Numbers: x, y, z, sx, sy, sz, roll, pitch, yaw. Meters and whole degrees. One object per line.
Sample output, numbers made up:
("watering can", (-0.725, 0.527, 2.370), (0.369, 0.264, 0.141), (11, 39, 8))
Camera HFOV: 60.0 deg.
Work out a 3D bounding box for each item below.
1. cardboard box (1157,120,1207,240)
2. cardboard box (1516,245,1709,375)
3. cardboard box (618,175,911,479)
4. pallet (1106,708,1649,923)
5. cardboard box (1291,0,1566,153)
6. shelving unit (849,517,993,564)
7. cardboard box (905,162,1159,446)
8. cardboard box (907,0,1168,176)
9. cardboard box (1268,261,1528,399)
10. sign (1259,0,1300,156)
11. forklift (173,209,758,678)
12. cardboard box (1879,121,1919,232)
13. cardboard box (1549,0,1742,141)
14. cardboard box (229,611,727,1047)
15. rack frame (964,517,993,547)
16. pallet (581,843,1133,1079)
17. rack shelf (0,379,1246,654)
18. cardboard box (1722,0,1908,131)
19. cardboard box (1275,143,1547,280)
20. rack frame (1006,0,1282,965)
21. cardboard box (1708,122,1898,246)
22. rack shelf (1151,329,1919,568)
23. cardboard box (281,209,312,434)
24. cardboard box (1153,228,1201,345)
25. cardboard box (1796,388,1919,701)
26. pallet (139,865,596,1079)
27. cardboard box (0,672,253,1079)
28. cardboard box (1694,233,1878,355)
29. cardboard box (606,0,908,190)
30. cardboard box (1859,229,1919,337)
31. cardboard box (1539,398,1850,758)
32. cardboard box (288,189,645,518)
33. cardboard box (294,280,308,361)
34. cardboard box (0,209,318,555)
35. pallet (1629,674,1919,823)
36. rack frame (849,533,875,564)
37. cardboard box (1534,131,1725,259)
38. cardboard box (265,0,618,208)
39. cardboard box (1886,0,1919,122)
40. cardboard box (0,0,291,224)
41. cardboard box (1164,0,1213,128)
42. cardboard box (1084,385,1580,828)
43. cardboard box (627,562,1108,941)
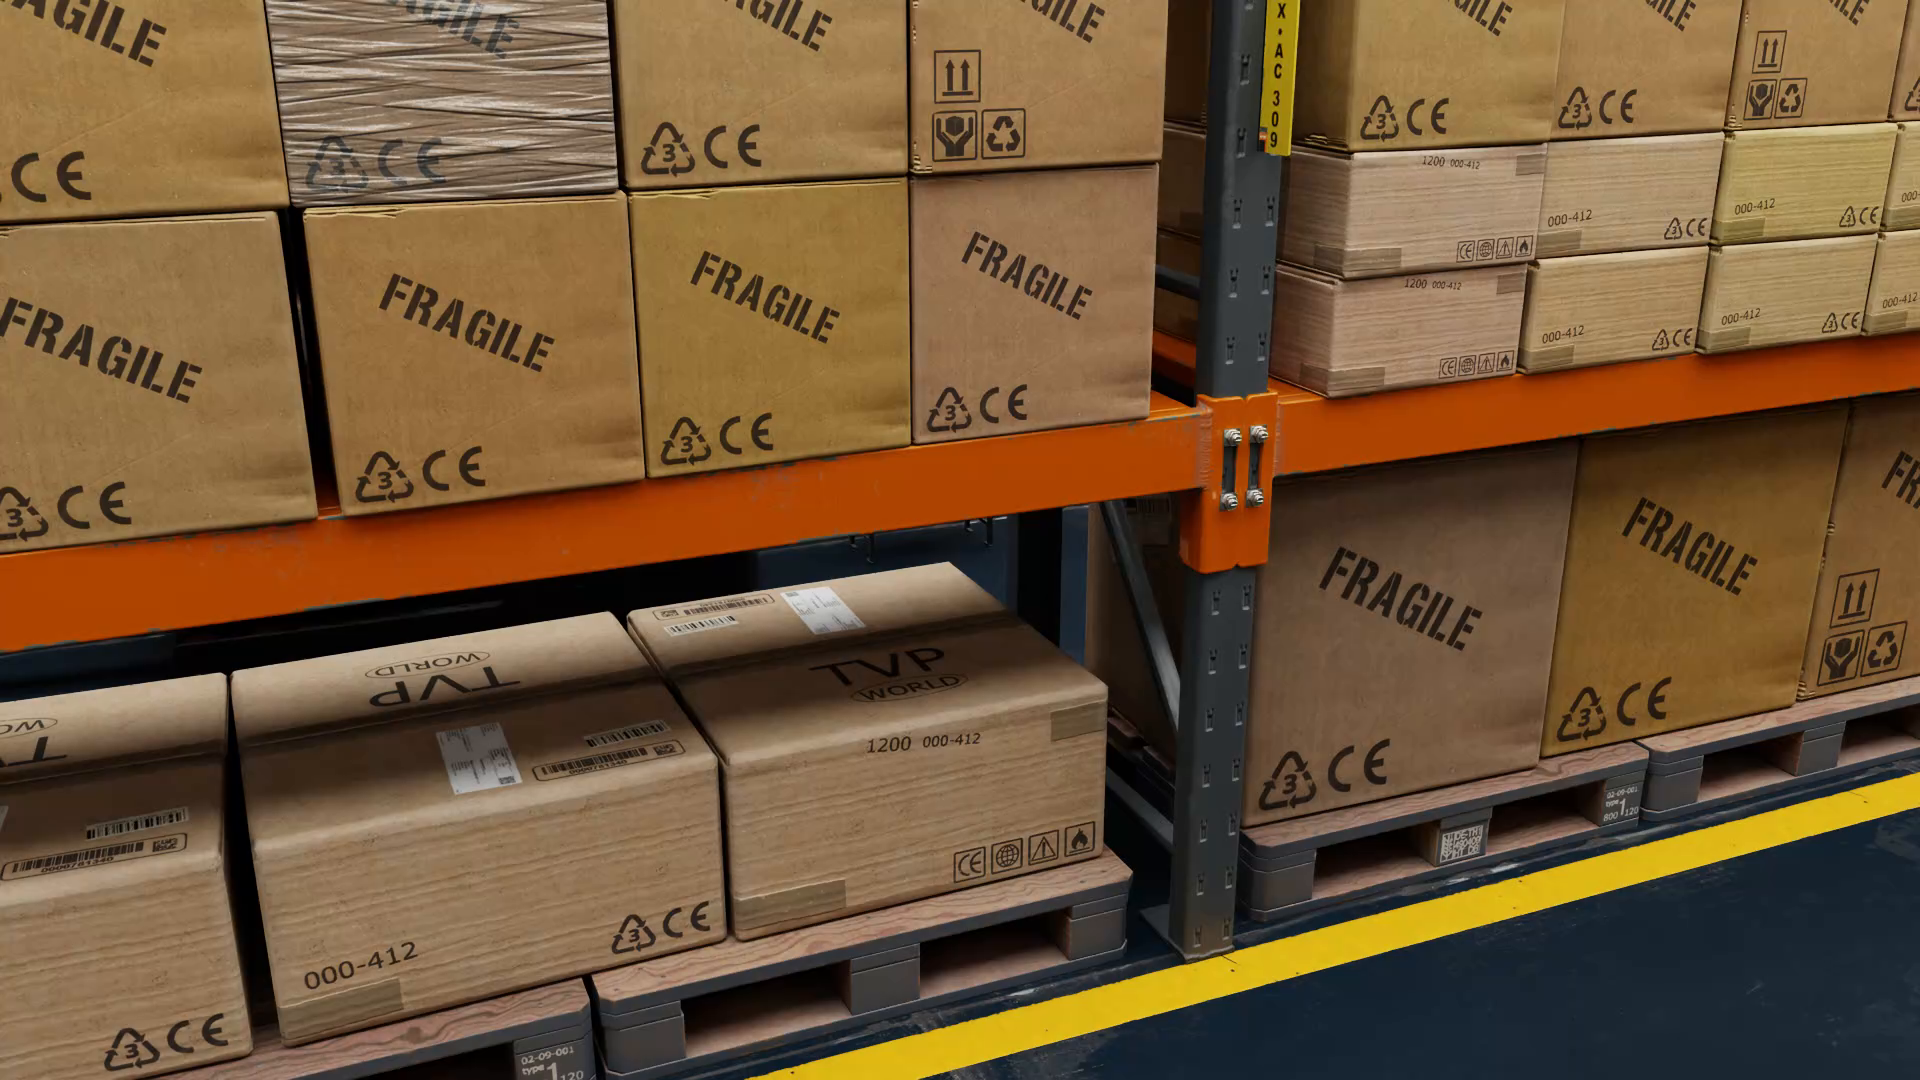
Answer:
("cardboard box", (0.683, -0.907, 4.054), (0.500, 0.250, 0.500), (-8, 21, -22))
("cardboard box", (1.358, -0.585, 3.893), (0.500, 0.250, 0.500), (-9, 21, -23))
("cardboard box", (-0.420, -0.449, 3.129), (0.500, 0.500, 0.500), (-9, 21, -23))
("pallet", (1.053, 0.581, 4.554), (1.213, 0.211, 1.003), (-8, 21, -22))
("cardboard box", (0.892, -1.099, 3.470), (0.500, 0.500, 0.500), (-8, 21, -21))
("shelving unit", (-0.152, -0.544, 6.261), (0.503, 1.200, 0.258), (-8, 21, -22))
("cardboard box", (0.050, -0.518, 3.326), (0.500, 0.500, 0.500), (-8, 21, -21))
("cardboard box", (0.051, -0.982, 3.139), (0.500, 0.500, 0.500), (-8, 21, -22))
("cardboard box", (0.883, -0.516, 3.698), (0.500, 0.250, 0.500), (-9, 21, -23))
("sign", (0.596, -0.886, 3.100), (0.005, 0.325, 0.100), (-8, 21, -22))
("forklift", (-2.282, -1.120, 5.288), (3.031, 2.935, 1.130), (-7, 21, -19))
("cardboard box", (2.295, -0.949, 4.175), (0.500, 0.250, 0.500), (-9, 21, -24))
("cardboard box", (1.349, -1.174, 3.684), (0.500, 0.500, 0.500), (-8, 21, -22))
("cardboard box", (-1.066, 0.569, 3.616), (0.875, 0.438, 0.875), (-9, 21, -24))
("rack frame", (0.072, -0.576, 6.352), (0.015, 1.200, 0.240), (-8, 21, -22))
("pallet", (-0.355, 0.782, 3.984), (1.213, 0.211, 1.003), (-8, 21, -22))
("rack shelf", (-1.462, -0.007, 3.110), (4.000, 0.370, 1.077), (-8, 21, -22))
("cardboard box", (1.810, -1.239, 3.869), (0.500, 0.500, 0.500), (-9, 21, -23))
("cardboard box", (0.890, -0.747, 3.599), (0.500, 0.250, 0.500), (-9, 21, -23))
("rack frame", (0.374, -0.610, 3.737), (0.127, 3.000, 1.000), (-8, 21, -22))
("cardboard box", (1.832, -0.882, 3.984), (0.500, 0.250, 0.500), (-8, 21, -21))
("rack shelf", (2.211, -0.534, 4.604), (4.000, 0.370, 1.077), (-8, 21, -22))
("cardboard box", (-1.556, -0.479, 3.215), (0.500, 0.500, 0.500), (-7, 21, -20))
("cardboard box", (0.687, -0.675, 4.148), (0.500, 0.250, 0.500), (-9, 21, -23))
("cardboard box", (2.560, -0.150, 4.999), (0.875, 0.875, 0.875), (-8, 21, -21))
("pallet", (-1.477, 0.944, 3.525), (1.213, 0.211, 1.003), (-8, 21, -22))
("cardboard box", (-1.895, 0.687, 3.281), (0.875, 0.438, 0.875), (-8, 21, -20))
("cardboard box", (1.834, -0.647, 4.070), (0.500, 0.250, 0.500), (-8, 21, -22))
("cardboard box", (-0.419, -0.918, 2.957), (0.500, 0.500, 0.500), (-8, 21, -23))
("cardboard box", (2.297, -0.710, 4.249), (0.500, 0.250, 0.500), (-9, 21, -23))
("cardboard box", (1.738, -0.033, 4.666), (0.875, 0.875, 0.875), (-8, 21, -20))
("cardboard box", (-0.876, -0.378, 2.928), (0.500, 0.500, 0.500), (-8, 21, -23))
("cardboard box", (-2.915, -0.904, 7.706), (0.500, 0.500, 0.700), (-9, 21, -24))
("cardboard box", (-1.363, -0.314, 2.746), (0.500, 0.500, 0.500), (-7, 21, -20))
("pallet", (2.175, 0.419, 5.013), (1.213, 0.211, 1.003), (-8, 21, -22))
("rack frame", (-0.376, -0.512, 6.170), (0.015, 1.200, 0.240), (-8, 21, -22))
("cardboard box", (1.358, -0.824, 3.818), (0.500, 0.250, 0.500), (-8, 21, -21))
("cardboard box", (-0.882, -0.848, 2.758), (0.500, 0.500, 0.500), (-8, 21, -21))
("cardboard box", (2.282, -1.309, 4.068), (0.500, 0.500, 0.500), (-9, 21, -23))
("cardboard box", (-1.346, -0.785, 2.578), (0.500, 0.500, 0.500), (-8, 21, -22))
("cardboard box", (0.685, -1.264, 3.939), (0.500, 0.500, 0.500), (-7, 21, -20))
("cardboard box", (0.912, 0.088, 4.321), (0.875, 0.875, 0.875), (-7, 21, -20))
("cardboard box", (-0.245, 0.451, 3.951), (0.875, 0.438, 0.875), (-8, 21, -23))
